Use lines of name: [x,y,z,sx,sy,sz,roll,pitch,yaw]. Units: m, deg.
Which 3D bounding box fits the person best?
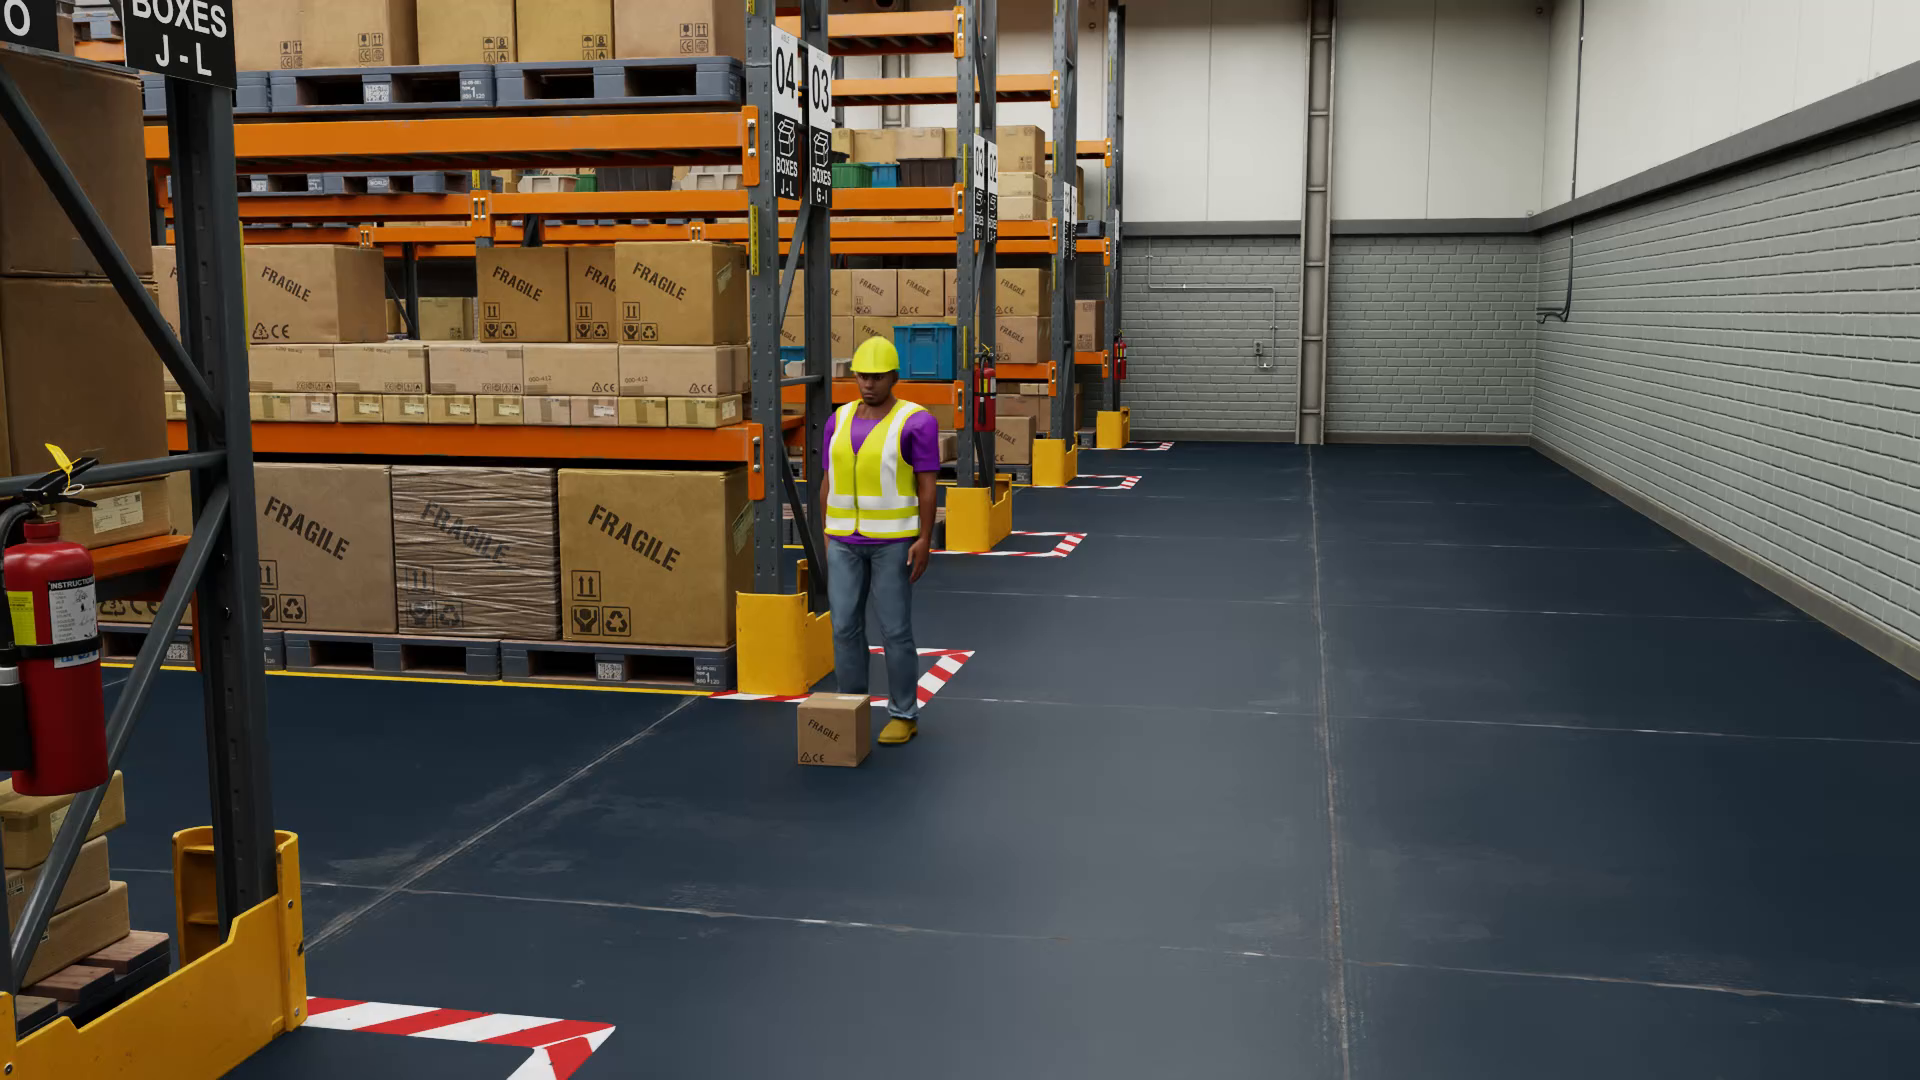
person: [-0.366,-0.003,7.254,0.565,1.763,0.365,3,9,23]
